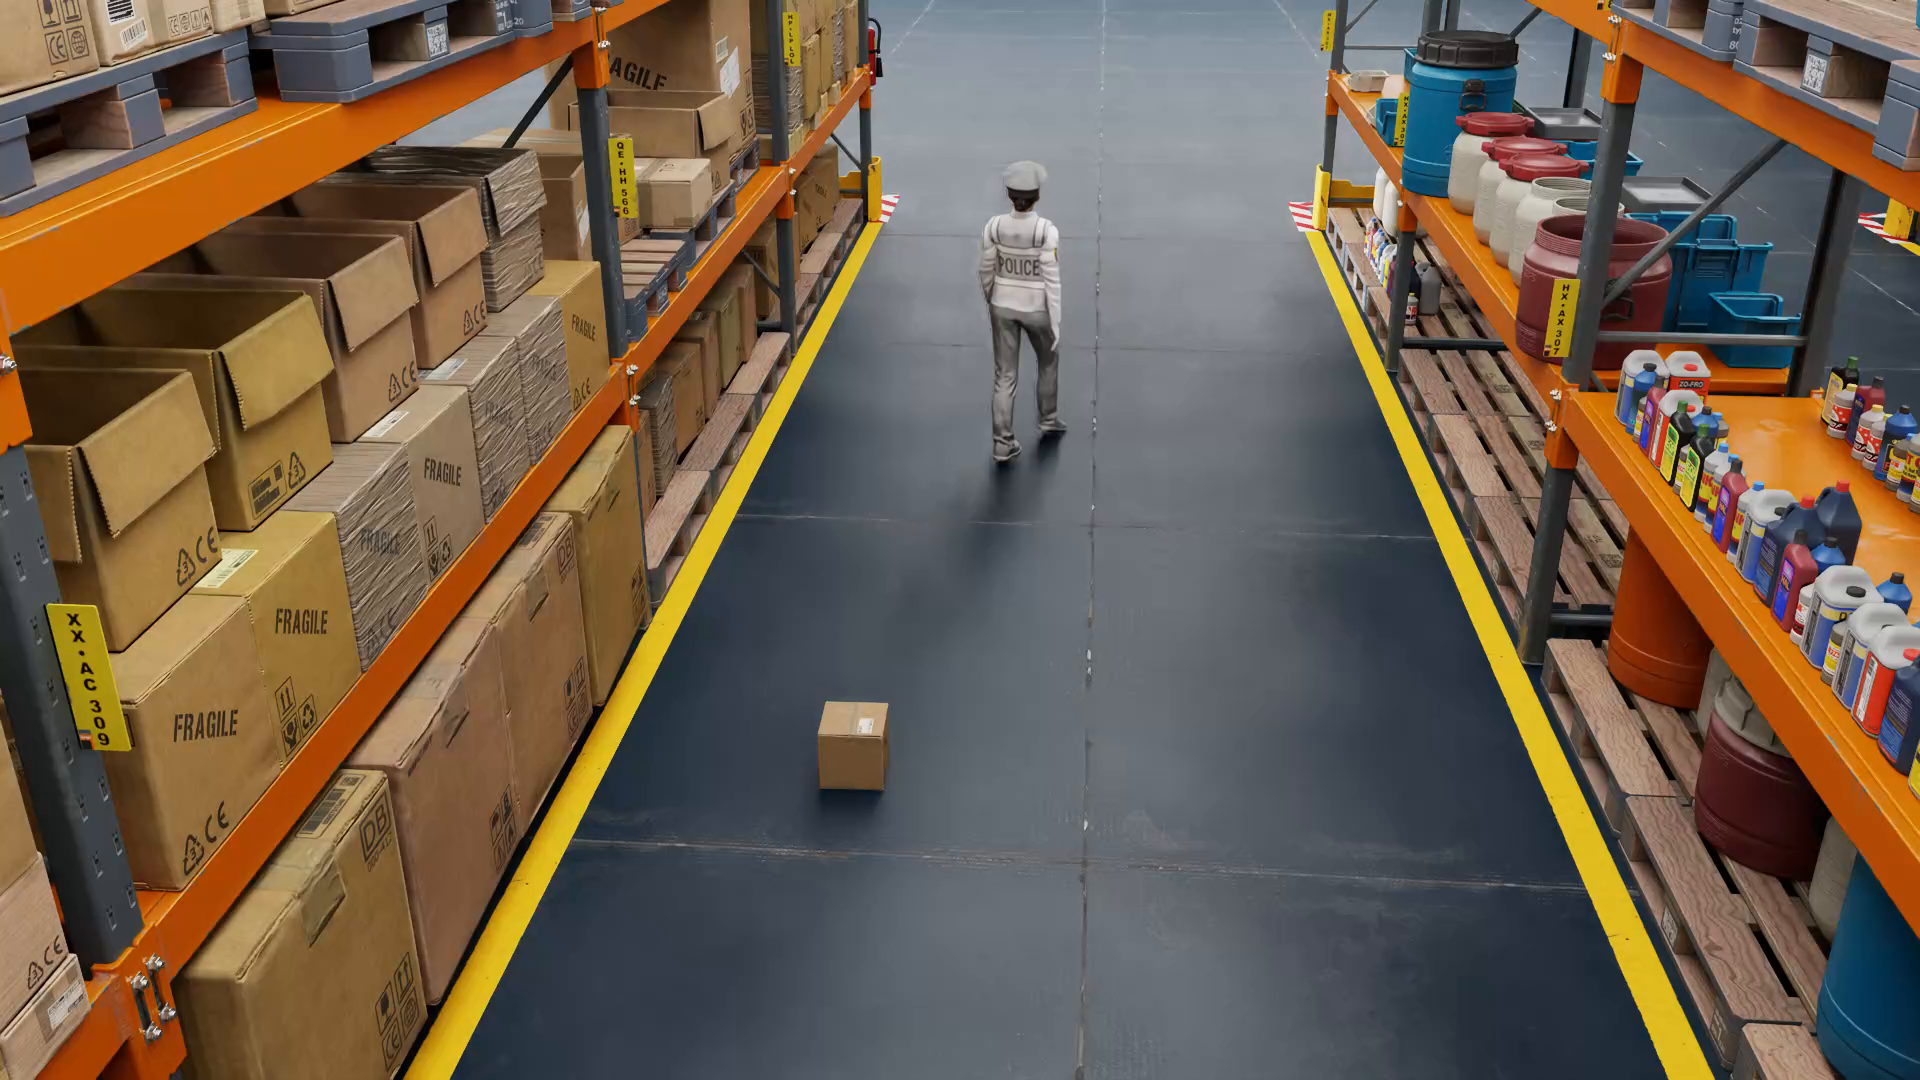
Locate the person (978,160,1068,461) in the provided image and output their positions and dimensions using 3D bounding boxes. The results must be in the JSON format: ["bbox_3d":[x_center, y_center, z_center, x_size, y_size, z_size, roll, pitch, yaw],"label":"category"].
[{"bbox_3d":[0.369,-1.319,9.434,0.510,1.689,0.790,7,26,15],"label":"person"}]
